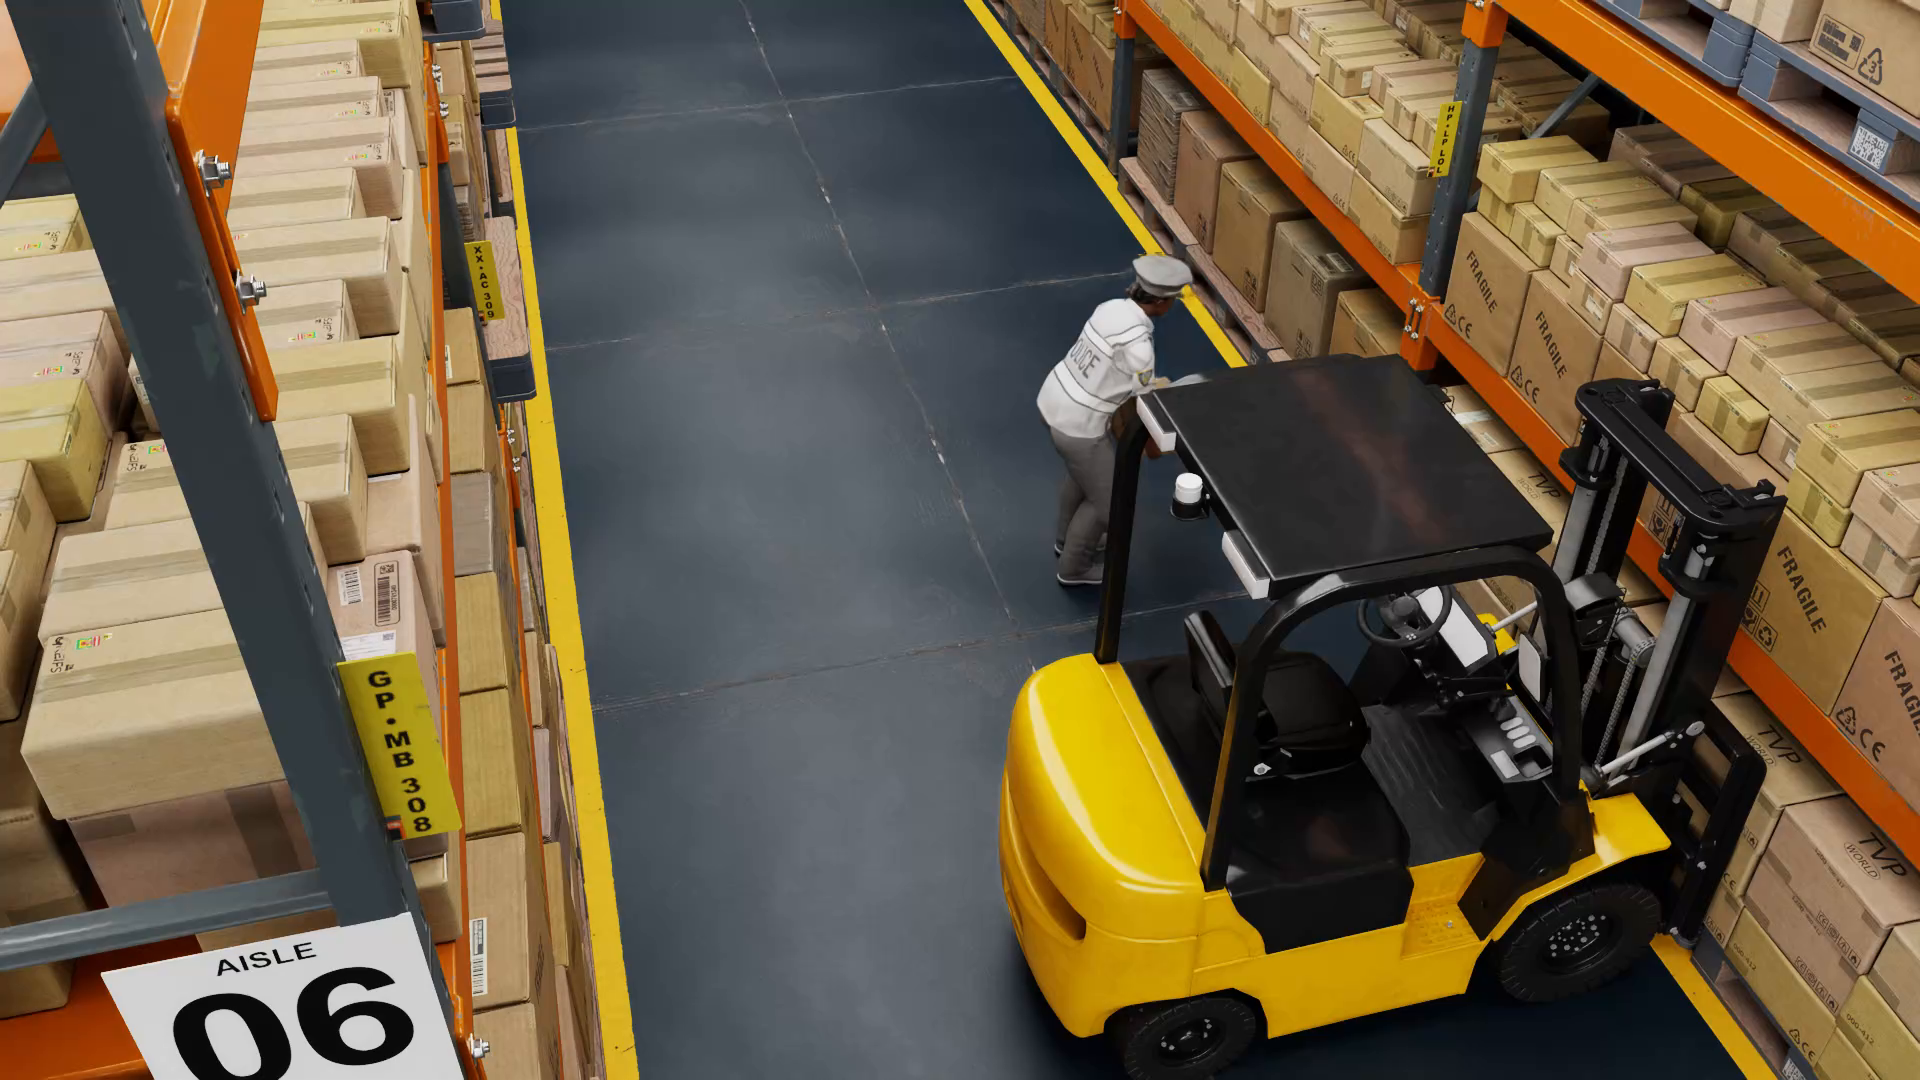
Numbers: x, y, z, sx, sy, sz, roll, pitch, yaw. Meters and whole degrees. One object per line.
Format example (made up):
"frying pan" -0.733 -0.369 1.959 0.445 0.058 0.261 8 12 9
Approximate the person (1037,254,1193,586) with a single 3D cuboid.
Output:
"person" 0.668 -0.520 7.460 0.646 1.559 0.412 -10 40 -13
